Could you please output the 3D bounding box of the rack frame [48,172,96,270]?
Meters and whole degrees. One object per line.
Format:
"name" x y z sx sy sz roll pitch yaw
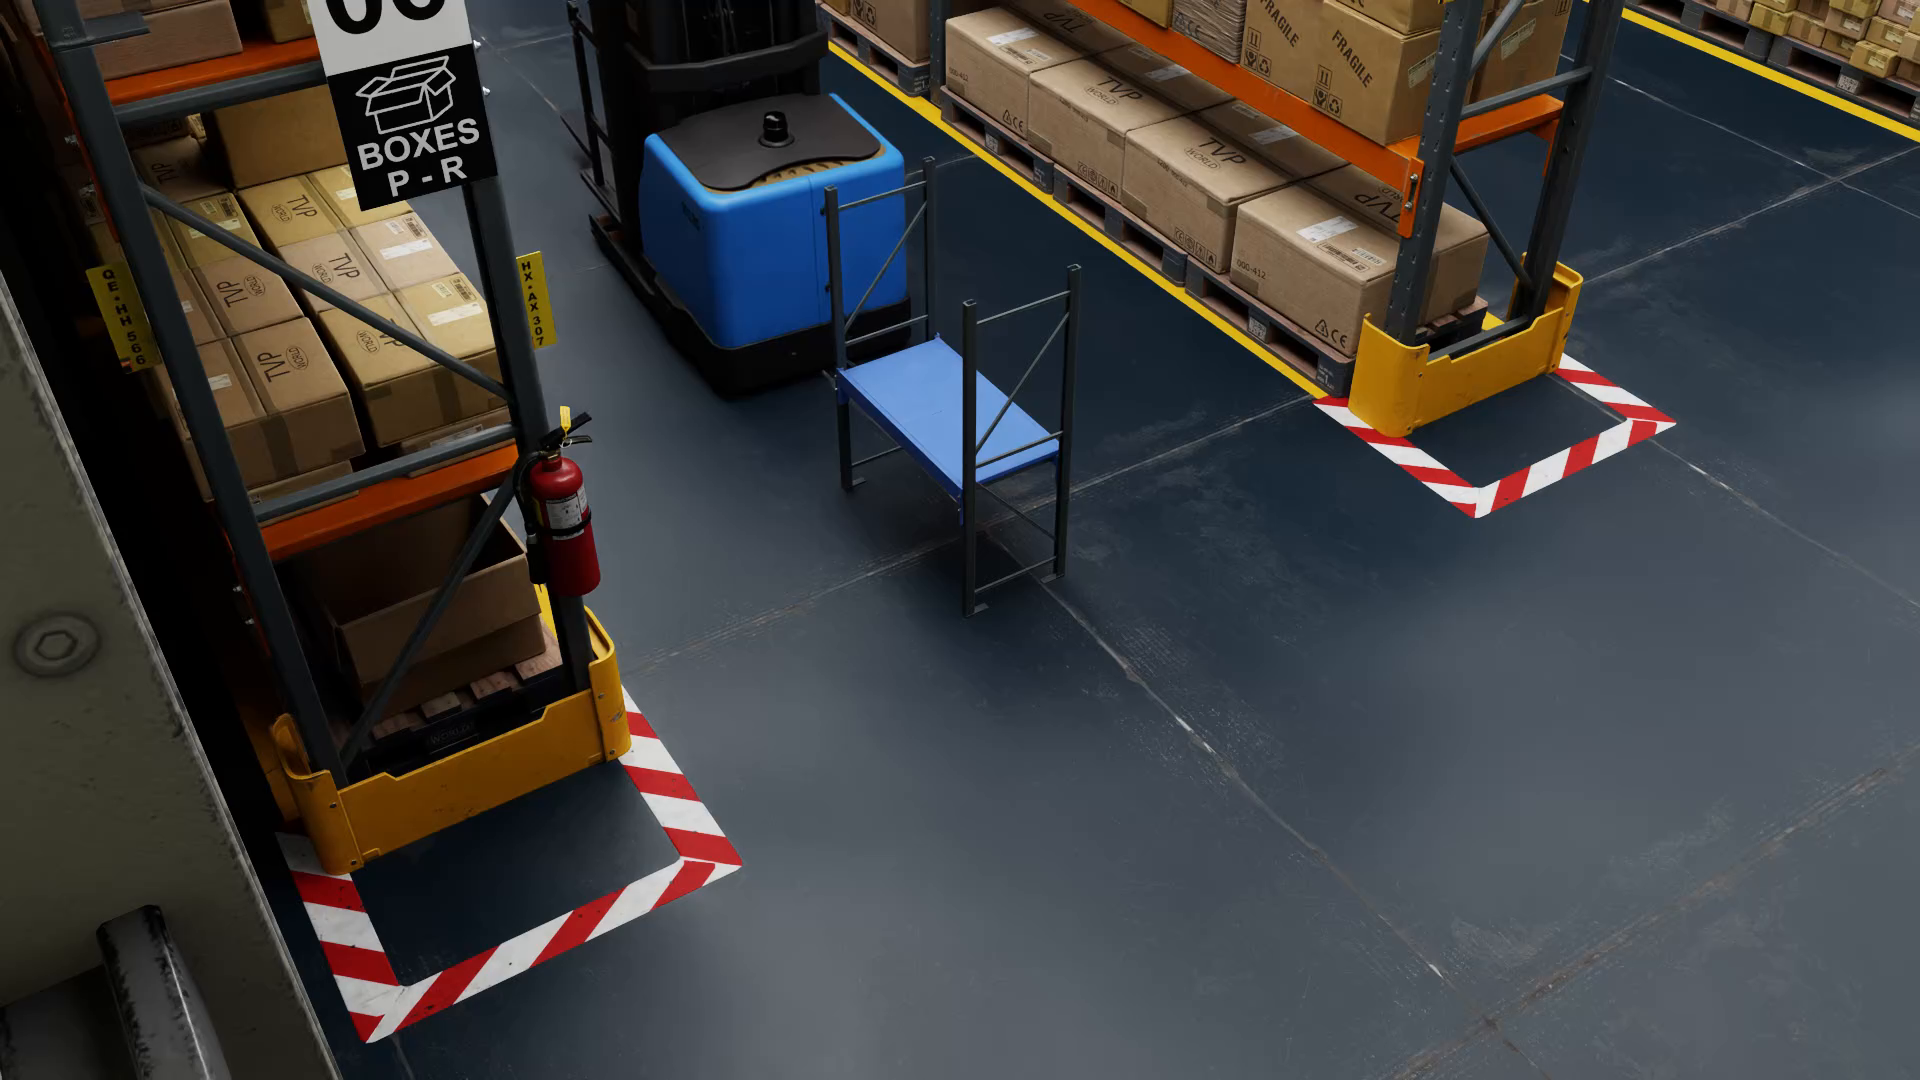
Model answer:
"rack frame" -3.918 -2.370 7.751 1.000 3.000 0.127 -22 45 -24

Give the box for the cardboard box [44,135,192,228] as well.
"cardboard box" -3.328 -1.519 6.614 0.500 0.250 0.500 -21 44 -23

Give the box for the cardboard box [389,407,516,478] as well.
"cardboard box" -1.712 -0.386 5.567 0.380 0.149 0.250 -23 45 -25

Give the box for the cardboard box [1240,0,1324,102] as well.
"cardboard box" 1.676 -2.405 7.715 0.500 0.500 0.500 -23 45 -25

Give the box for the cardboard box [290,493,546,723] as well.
"cardboard box" -2.016 0.224 6.260 0.797 0.503 0.637 -24 45 -26

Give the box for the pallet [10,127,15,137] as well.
"pallet" -5.699 -3.042 10.735 1.003 0.211 1.213 -22 45 -24

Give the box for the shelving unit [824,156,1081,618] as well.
"shelving unit" -0.046 -0.622 6.825 0.538 1.500 1.048 -22 45 -24

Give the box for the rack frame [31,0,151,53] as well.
"rack frame" -1.767 -2.516 3.240 1.000 3.000 0.127 -22 45 -24

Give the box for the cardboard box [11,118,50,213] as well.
"cardboard box" -4.691 -2.005 8.938 0.500 0.500 0.500 -24 45 -26

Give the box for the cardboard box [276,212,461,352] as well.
"cardboard box" -2.055 -0.877 5.844 0.500 0.250 0.500 -22 44 -24

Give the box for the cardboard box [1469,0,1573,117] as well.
"cardboard box" 2.400 -2.318 7.610 0.500 0.500 0.500 -23 45 -25

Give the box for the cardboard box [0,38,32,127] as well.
"cardboard box" -3.879 -2.066 7.271 0.500 0.250 0.500 -23 45 -25

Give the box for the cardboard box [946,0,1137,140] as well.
"cardboard box" 0.512 -2.882 10.039 0.875 0.438 0.875 -23 45 -25

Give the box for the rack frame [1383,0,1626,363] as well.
"rack frame" 2.416 -1.922 7.213 1.000 3.000 0.127 -22 45 -24

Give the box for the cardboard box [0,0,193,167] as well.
"cardboard box" -3.341 -1.819 6.389 0.500 0.500 0.500 -23 45 -26

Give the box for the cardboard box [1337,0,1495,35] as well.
"cardboard box" 1.956 -2.522 7.075 0.500 0.500 0.500 -21 44 -23

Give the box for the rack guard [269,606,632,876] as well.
"rack guard" -1.808 0.708 6.009 1.175 0.500 0.348 -22 45 -24

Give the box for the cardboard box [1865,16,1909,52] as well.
"cardboard box" 5.916 -3.207 10.422 0.380 0.149 0.250 -23 45 -25

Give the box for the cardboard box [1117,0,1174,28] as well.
"cardboard box" 1.103 -2.954 8.373 0.500 0.500 0.500 -21 44 -23

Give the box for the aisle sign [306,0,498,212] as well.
"aisle sign" -1.483 -1.274 4.405 0.394 0.787 0.004 -22 45 -24

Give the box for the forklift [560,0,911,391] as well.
"forklift" -1.387 -2.775 8.291 1.130 2.935 3.031 -19 43 -21

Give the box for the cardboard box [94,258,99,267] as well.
"cardboard box" -3.043 -1.015 6.321 0.380 0.149 0.250 -22 45 -25

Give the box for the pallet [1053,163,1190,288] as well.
"pallet" 1.268 -1.913 9.381 1.003 0.211 1.213 -22 45 -24

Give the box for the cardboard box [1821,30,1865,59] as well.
"cardboard box" 5.783 -3.235 10.688 0.380 0.149 0.250 -22 45 -25

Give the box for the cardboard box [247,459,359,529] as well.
"cardboard box" -2.171 -0.201 5.344 0.380 0.149 0.250 -23 45 -25

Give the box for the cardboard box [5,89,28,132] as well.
"cardboard box" -4.803 -2.317 8.805 0.380 0.149 0.250 -24 46 -26

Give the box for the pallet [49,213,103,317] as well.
"pallet" -4.387 -1.725 9.155 1.003 0.211 1.213 -22 45 -24

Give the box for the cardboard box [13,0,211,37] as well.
"cardboard box" -2.236 -1.566 4.328 0.500 0.250 0.500 -23 45 -25

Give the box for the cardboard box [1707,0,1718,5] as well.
"cardboard box" 5.247 -3.796 11.361 0.380 0.149 0.250 -21 44 -23

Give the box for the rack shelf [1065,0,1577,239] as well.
"rack shelf" 1.341 -2.725 8.739 1.077 0.370 4.000 -22 45 -24

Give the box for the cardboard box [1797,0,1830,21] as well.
"cardboard box" 5.672 -3.507 10.782 0.380 0.149 0.250 -23 45 -25

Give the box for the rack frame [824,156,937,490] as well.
"rack frame" -0.319 -0.897 7.154 0.500 1.500 0.032 -22 45 -24

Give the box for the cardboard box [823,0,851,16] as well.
"cardboard box" -0.628 -4.218 11.300 0.875 0.875 0.875 -21 44 -23

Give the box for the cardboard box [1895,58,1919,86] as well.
"cardboard box" 6.076 -2.958 10.356 0.380 0.149 0.250 -21 44 -24

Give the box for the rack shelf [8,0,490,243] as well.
"rack shelf" -2.842 -2.166 5.726 1.077 0.370 4.000 -22 45 -24

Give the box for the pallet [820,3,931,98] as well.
"pallet" -0.213 -3.400 11.165 1.003 0.211 1.213 -22 45 -24

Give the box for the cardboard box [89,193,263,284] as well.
"cardboard box" -2.777 -0.972 5.958 0.500 0.250 0.500 -21 44 -23

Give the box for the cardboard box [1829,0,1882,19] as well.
"cardboard box" 5.704 -3.425 10.451 0.380 0.149 0.250 -23 45 -25

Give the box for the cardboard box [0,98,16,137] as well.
"cardboard box" -5.259 -2.575 9.622 0.500 0.500 0.500 -24 45 -26

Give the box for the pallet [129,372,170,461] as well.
"pallet" -3.549 -0.928 8.198 1.003 0.211 1.213 -22 45 -24

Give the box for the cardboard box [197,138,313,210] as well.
"cardboard box" -2.623 -1.418 6.494 0.500 0.250 0.500 -23 45 -25

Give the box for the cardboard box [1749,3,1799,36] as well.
"cardboard box" 5.450 -3.479 10.981 0.380 0.149 0.250 -24 46 -26

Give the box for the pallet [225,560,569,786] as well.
"pallet" -2.237 0.389 6.618 1.003 0.211 1.213 -22 45 -24

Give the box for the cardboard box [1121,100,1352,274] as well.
"cardboard box" 1.478 -1.911 8.874 0.875 0.438 0.875 -21 44 -23

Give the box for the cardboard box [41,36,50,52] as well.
"cardboard box" -2.328 -1.481 4.538 0.380 0.149 0.250 -21 44 -24

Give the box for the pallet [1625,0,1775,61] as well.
"pallet" 5.436 -3.758 11.595 1.003 0.211 1.213 -22 45 -24

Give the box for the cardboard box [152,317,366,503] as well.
"cardboard box" -2.238 -0.425 5.301 0.500 0.250 0.500 -21 44 -23

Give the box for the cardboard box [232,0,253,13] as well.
"cardboard box" -1.905 -1.651 4.742 0.380 0.149 0.250 -21 44 -24

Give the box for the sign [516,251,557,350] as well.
"sign" -1.310 -0.730 5.107 0.100 0.325 0.005 -22 45 -24

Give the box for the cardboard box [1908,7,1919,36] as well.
"cardboard box" 6.037 -3.173 10.149 0.380 0.149 0.250 -22 44 -24
